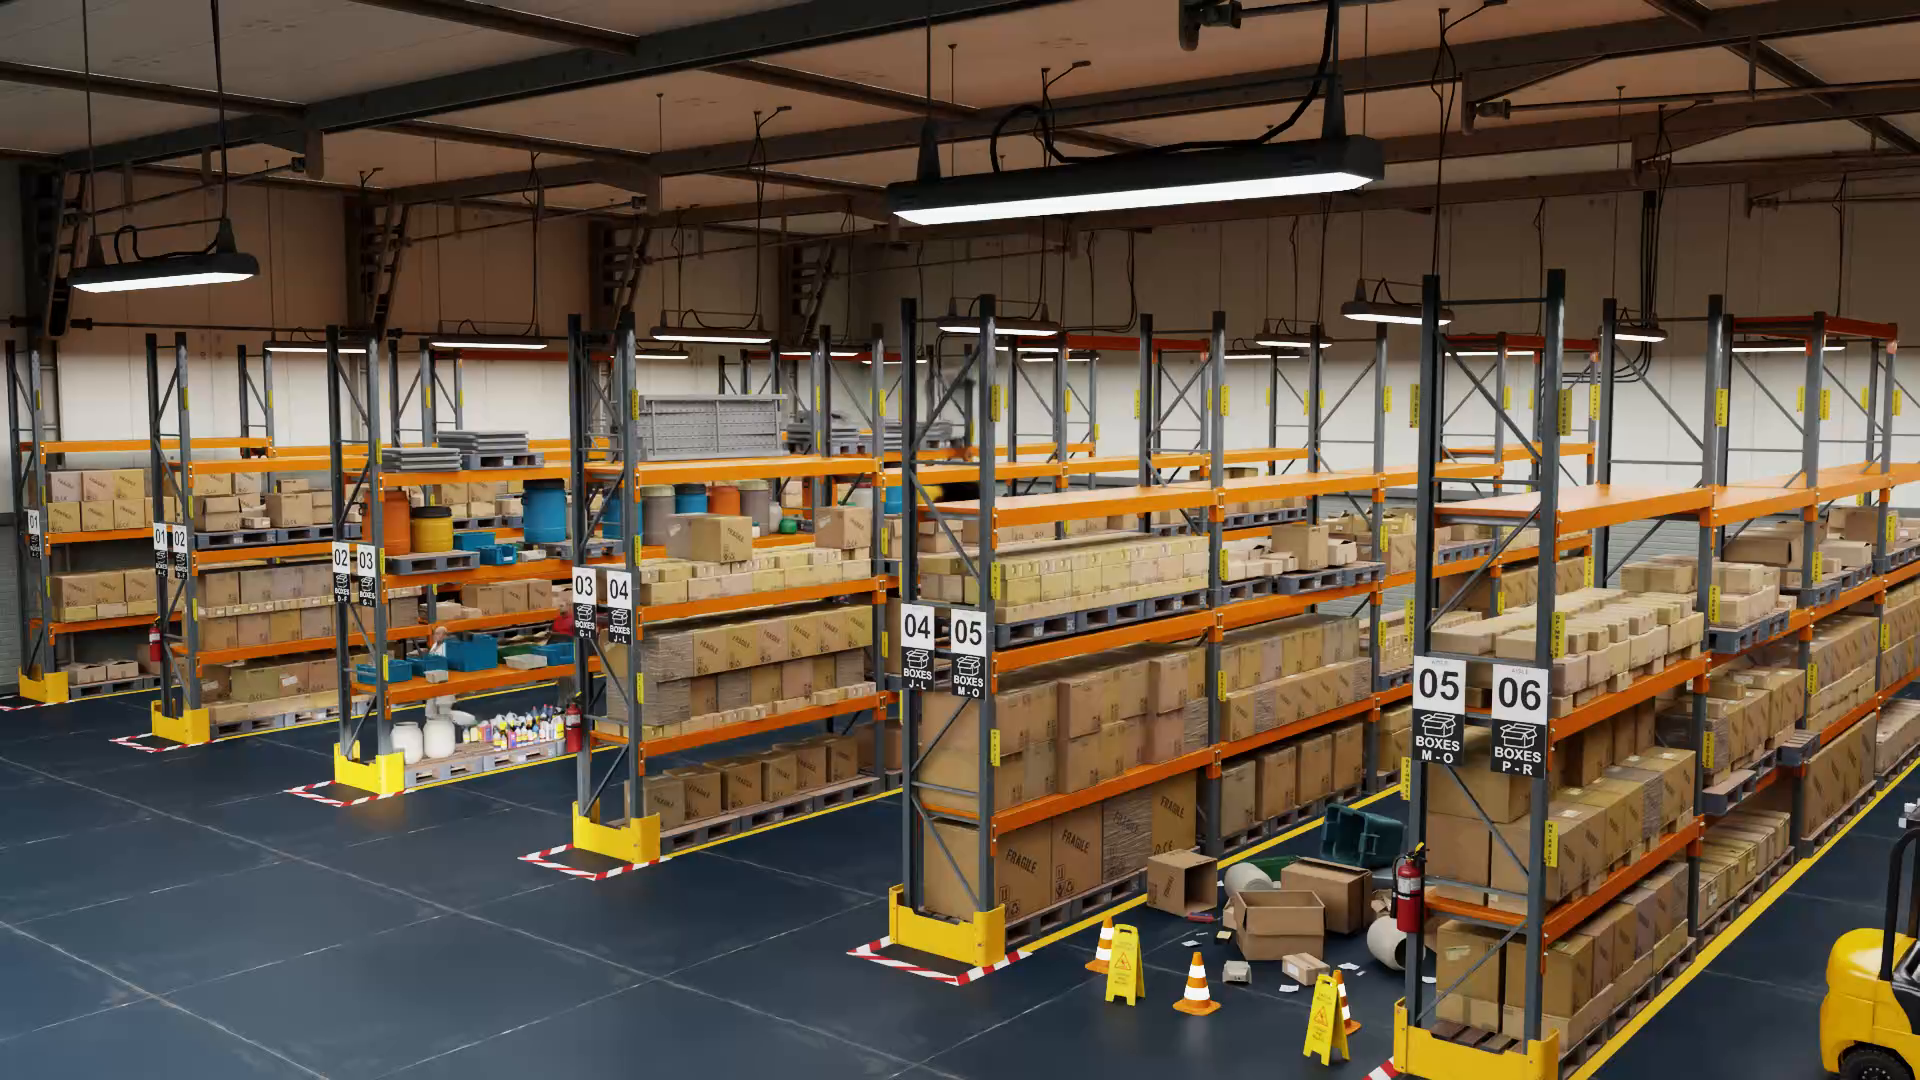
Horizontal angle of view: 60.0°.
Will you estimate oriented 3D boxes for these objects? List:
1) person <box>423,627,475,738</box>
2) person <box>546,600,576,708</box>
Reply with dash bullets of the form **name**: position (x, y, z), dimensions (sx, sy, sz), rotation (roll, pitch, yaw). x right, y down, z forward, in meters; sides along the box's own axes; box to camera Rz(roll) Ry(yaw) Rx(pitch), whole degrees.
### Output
- **person**: position (-7.464, 2.118, 24.096), dimensions (0.711, 1.750, 0.884), rotation (4, 6, 37)
- **person**: position (-6.477, 1.875, 27.392), dimensions (0.669, 1.774, 0.770), rotation (3, 6, 34)
